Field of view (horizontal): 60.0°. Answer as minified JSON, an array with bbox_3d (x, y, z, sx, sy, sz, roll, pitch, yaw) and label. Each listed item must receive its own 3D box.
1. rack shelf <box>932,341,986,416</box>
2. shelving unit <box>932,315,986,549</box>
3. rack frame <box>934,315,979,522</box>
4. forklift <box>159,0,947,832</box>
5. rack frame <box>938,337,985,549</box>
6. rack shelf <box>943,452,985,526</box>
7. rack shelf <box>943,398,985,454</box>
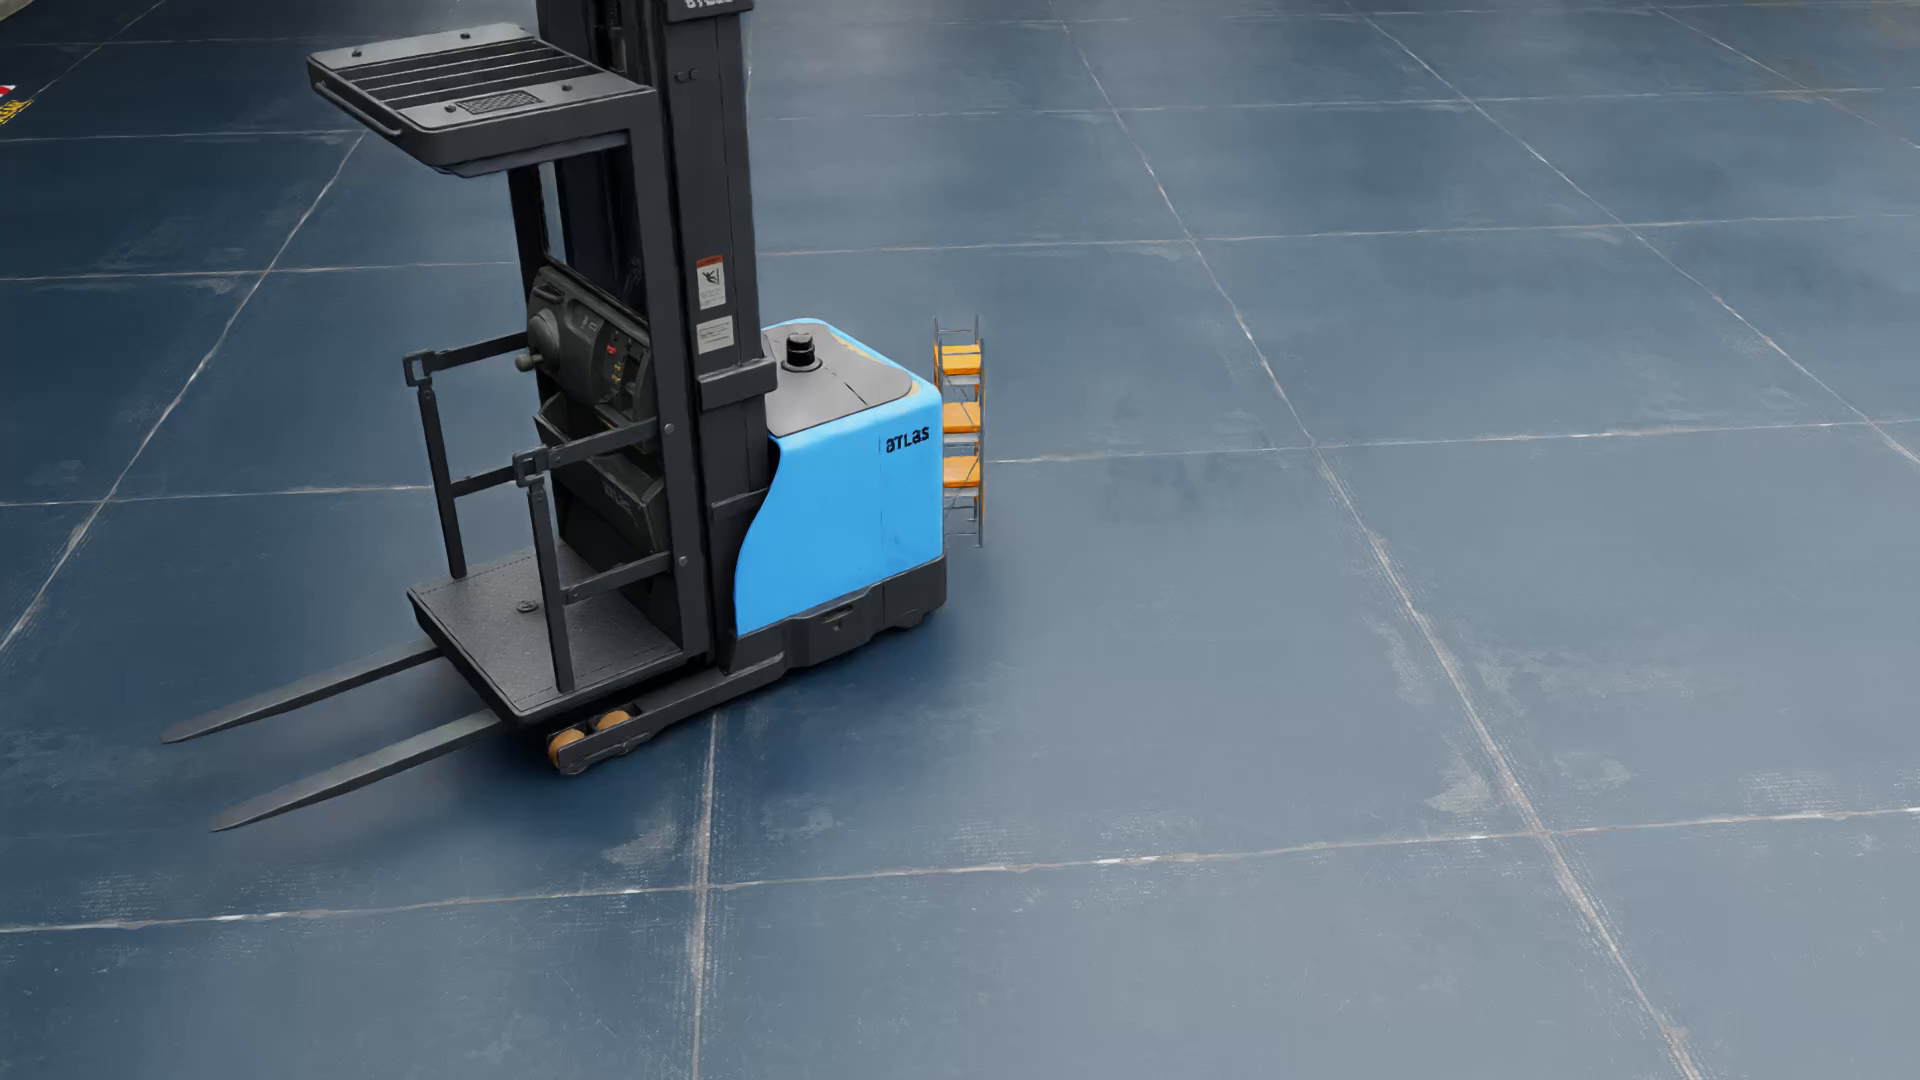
[{"bbox_3d":[-0.005,-0.713,7.386,0.215,0.259,0.240,-3,31,-5],"label":"rack shelf"},{"bbox_3d":[-0.005,-0.478,7.527,0.215,1.050,0.252,-3,31,-5],"label":"shelving unit"},{"bbox_3d":[-0.016,-0.540,7.631,0.200,1.050,0.008,-3,31,-5],"label":"rack frame"},{"bbox_3d":[-1.539,-0.682,6.033,3.031,2.935,1.130,-21,37,-31],"label":"forklift"},{"bbox_3d":[0.006,-0.416,7.422,0.200,1.050,0.008,-3,31,-5],"label":"rack frame"},{"bbox_3d":[-0.005,-0.230,7.674,0.215,0.259,0.240,-3,31,-5],"label":"rack shelf"},{"bbox_3d":[-0.005,-0.469,7.532,0.215,0.259,0.240,-3,31,-5],"label":"rack shelf"}]
